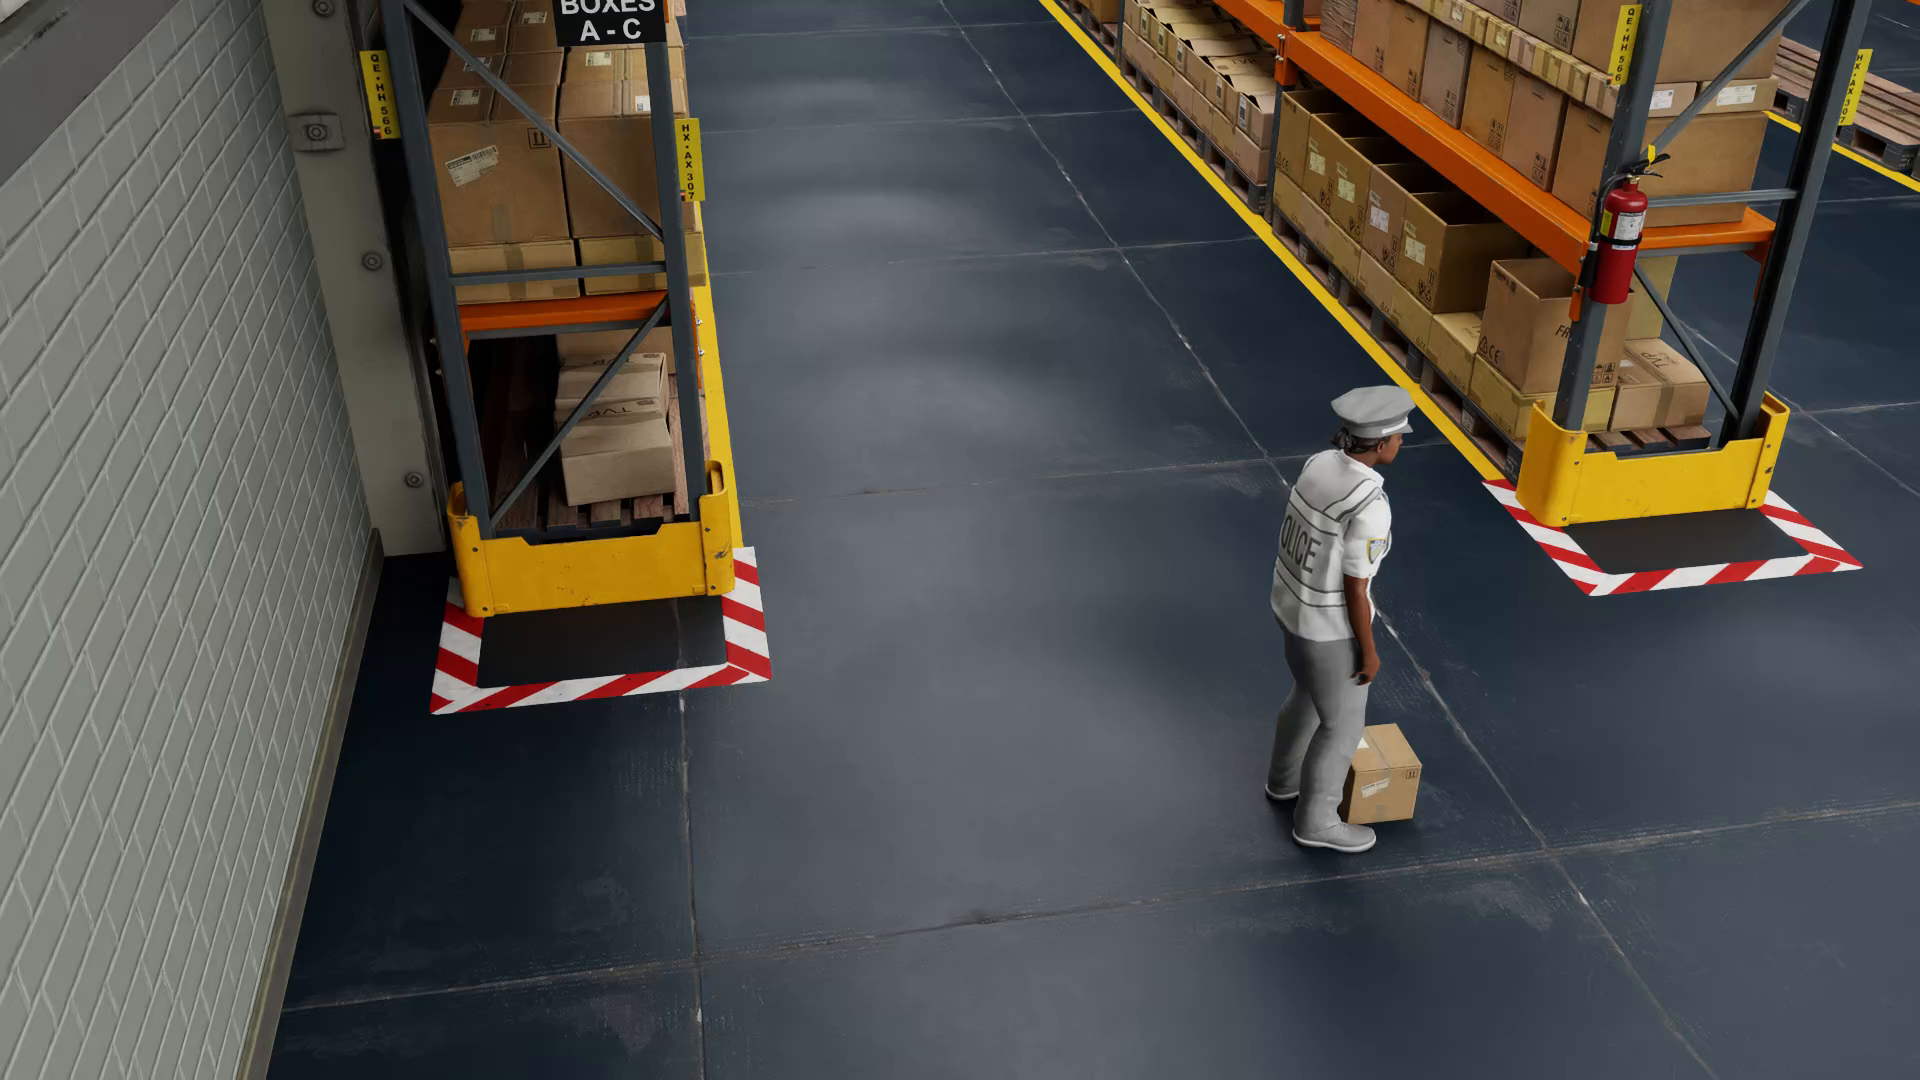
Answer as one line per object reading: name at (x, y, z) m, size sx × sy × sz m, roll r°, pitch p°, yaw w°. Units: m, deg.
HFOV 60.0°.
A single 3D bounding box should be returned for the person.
person at (1.275, 0.274, 5.670) m, size 0.391 × 1.664 × 0.532 m, roll -7°, pitch 32°, yaw -11°
